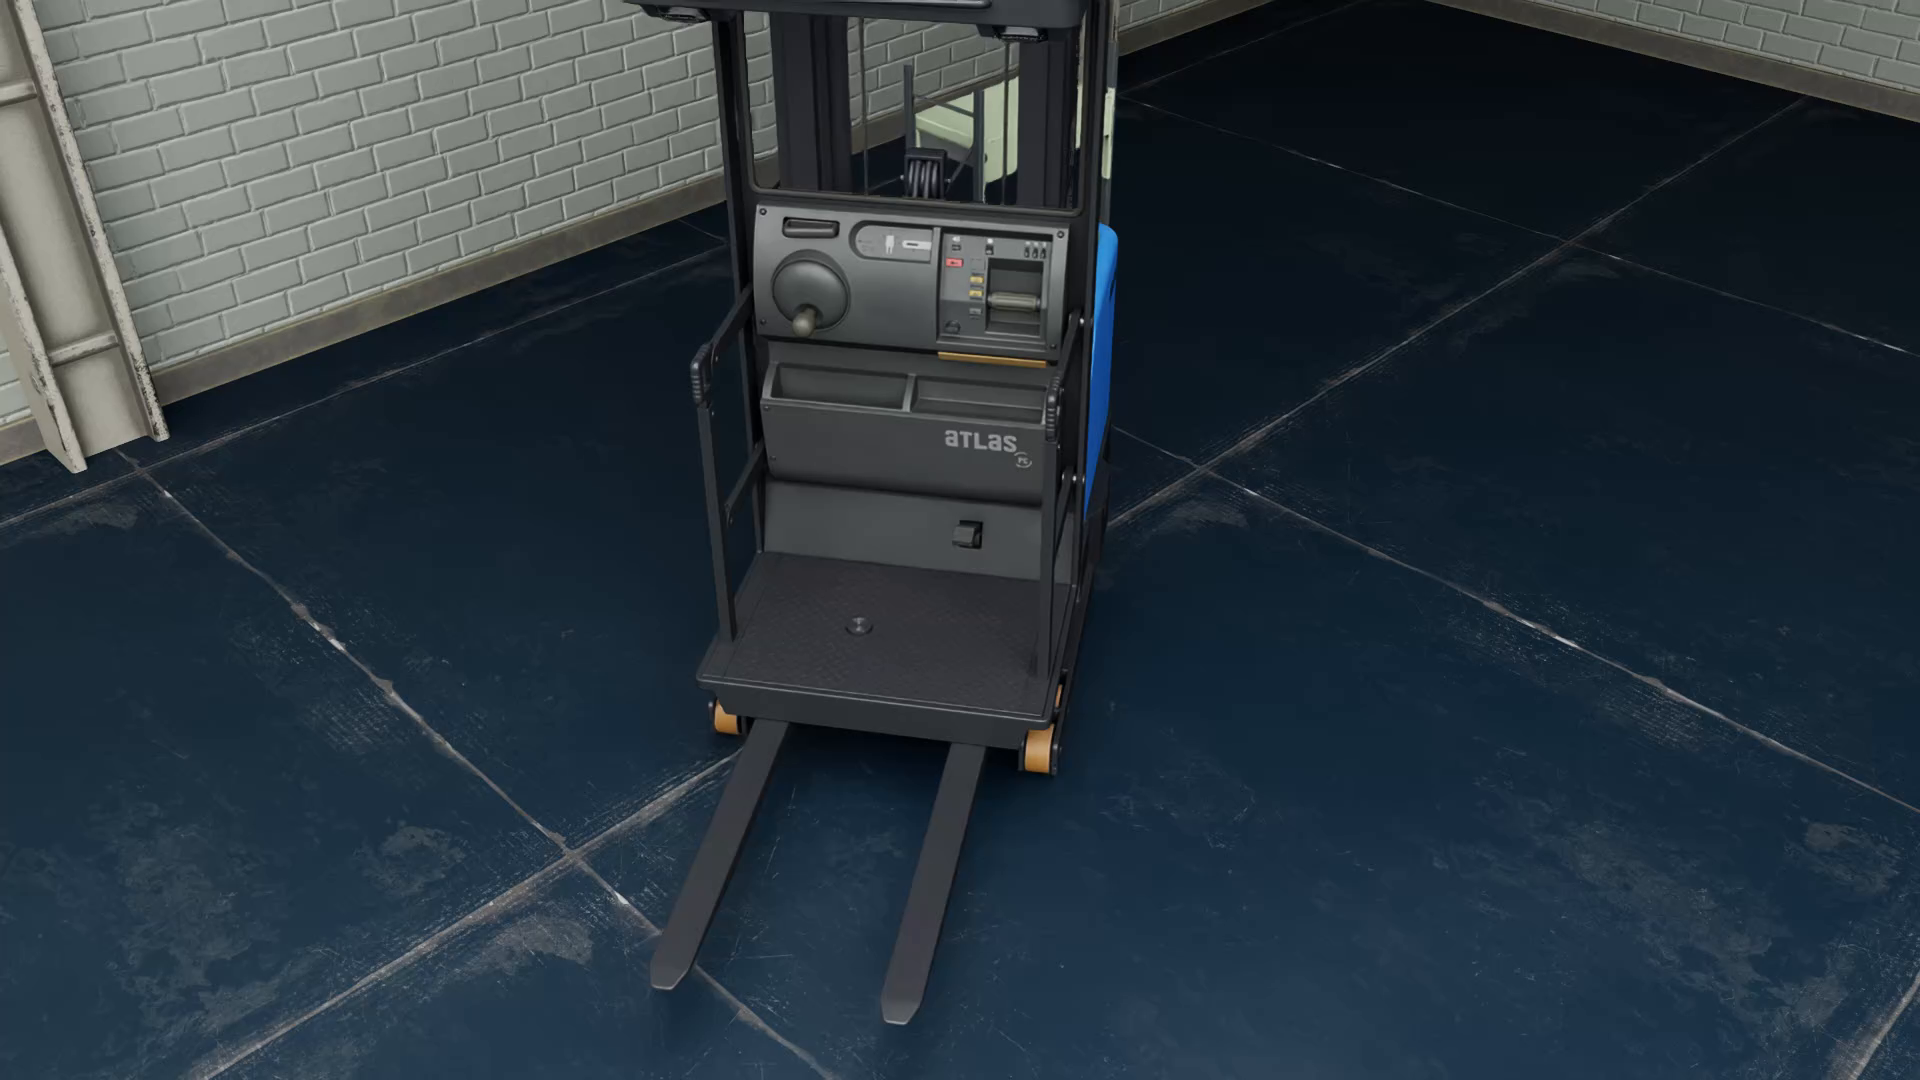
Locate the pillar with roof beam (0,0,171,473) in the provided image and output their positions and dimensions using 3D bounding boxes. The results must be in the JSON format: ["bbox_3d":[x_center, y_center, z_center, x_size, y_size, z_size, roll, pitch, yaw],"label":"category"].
[{"bbox_3d":[-0.447,-2.362,1.770,9.100,9.000,0.400,30,45,35],"label":"pillar with roof beam"}]

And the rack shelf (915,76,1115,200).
[{"bbox_3d":[0.201,-1.538,6.462,0.720,0.370,0.431,-30,44,-35],"label":"rack shelf"}]

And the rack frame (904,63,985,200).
[{"bbox_3d":[-0.059,-1.071,6.474,0.023,1.500,0.400,-30,44,-35],"label":"rack frame"}]

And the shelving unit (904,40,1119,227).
[{"bbox_3d":[0.201,-1.218,6.685,0.755,1.500,0.431,-30,44,-35],"label":"shelving unit"}]

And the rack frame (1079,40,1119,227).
[{"bbox_3d":[0.461,-1.365,6.897,0.023,1.500,0.400,-30,44,-35],"label":"rack frame"}]

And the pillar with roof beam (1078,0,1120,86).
[{"bbox_3d":[3.780,-4.798,5.263,9.100,9.000,0.400,30,45,35],"label":"pillar with roof beam"}]

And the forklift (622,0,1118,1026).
[{"bbox_3d":[-0.187,-0.700,4.692,1.130,2.935,3.031,6,35,9],"label":"forklift"}]
